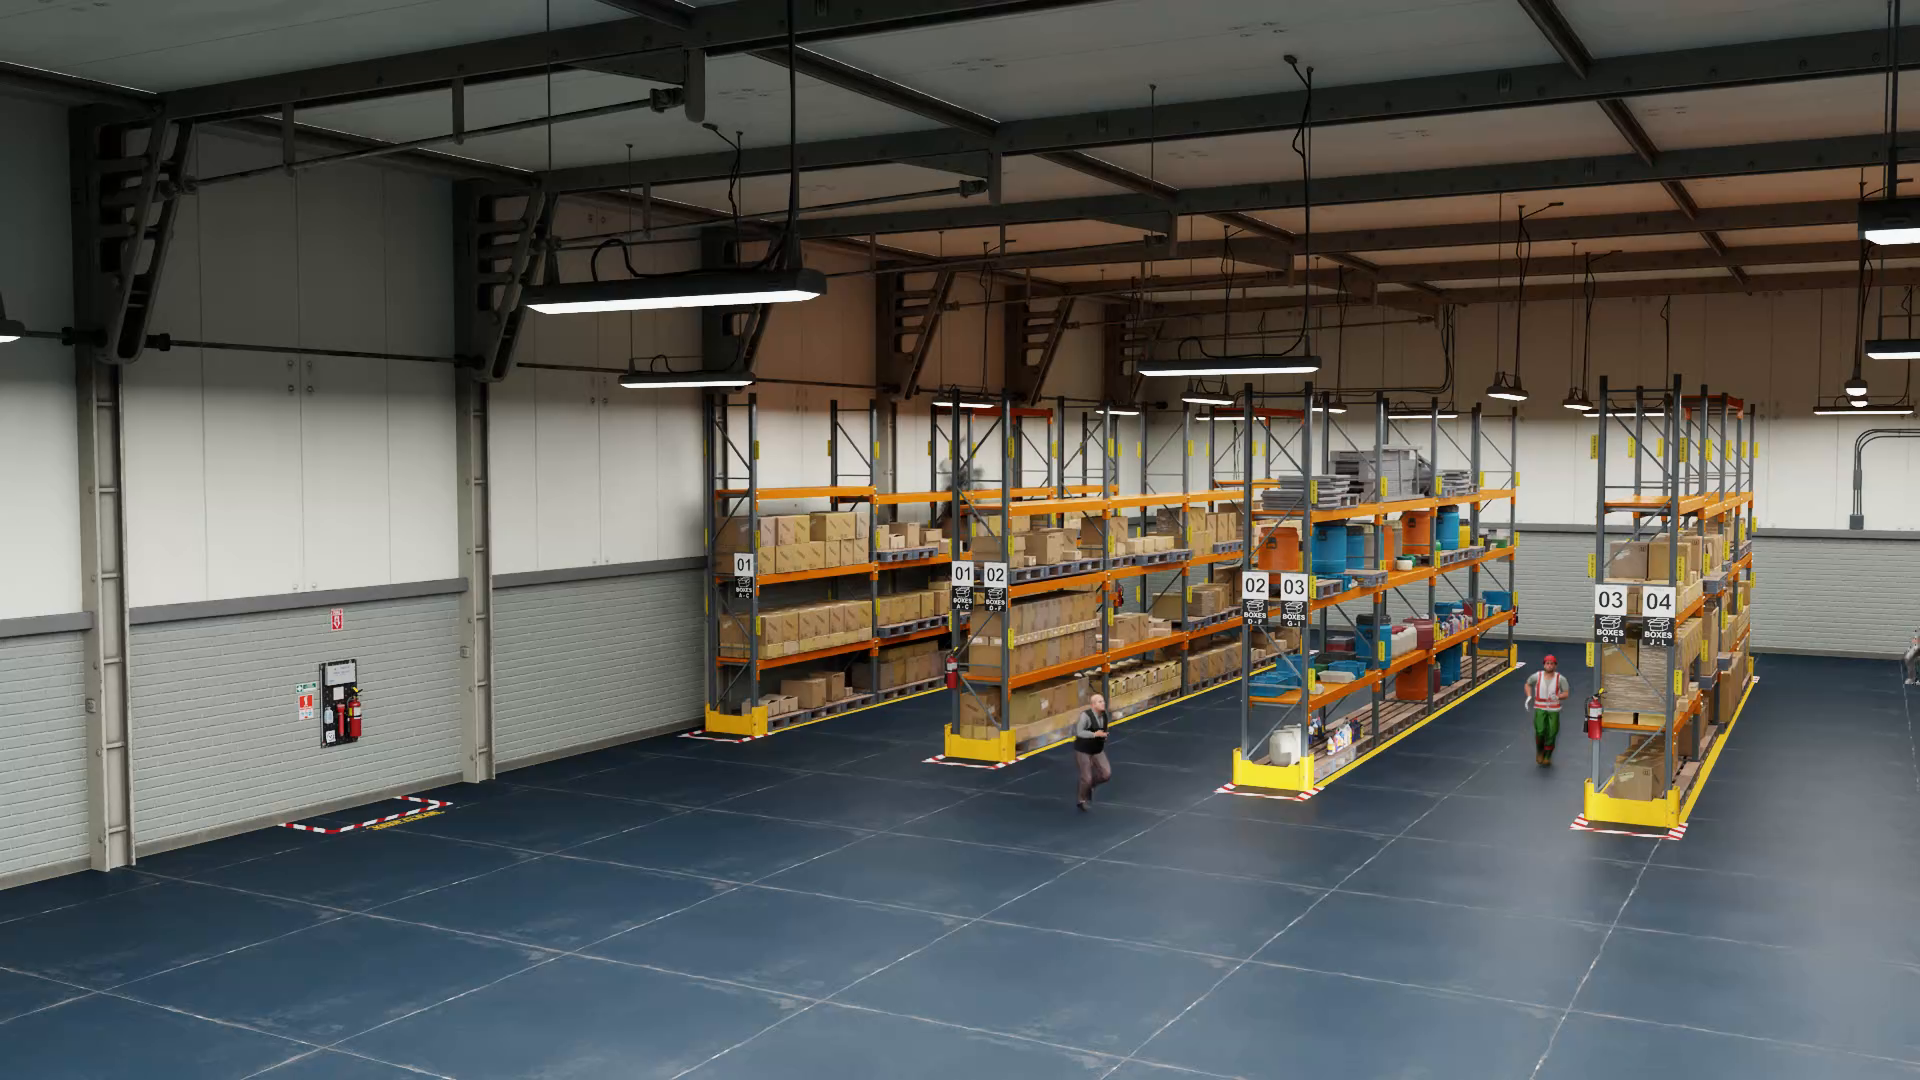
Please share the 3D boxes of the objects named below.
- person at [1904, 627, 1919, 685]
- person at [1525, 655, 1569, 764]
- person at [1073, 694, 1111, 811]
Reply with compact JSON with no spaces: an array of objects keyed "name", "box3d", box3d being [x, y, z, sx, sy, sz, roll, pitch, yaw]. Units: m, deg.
[{"name":"person","box3d":[20.290,2.275,35.009,0.671,1.615,0.567,0,3,-8]},{"name":"person","box3d":[9.265,2.692,26.232,0.652,1.750,0.641,1,3,17]},{"name":"person","box3d":[1.849,2.939,22.940,0.648,1.656,0.752,-2,4,-33]}]
